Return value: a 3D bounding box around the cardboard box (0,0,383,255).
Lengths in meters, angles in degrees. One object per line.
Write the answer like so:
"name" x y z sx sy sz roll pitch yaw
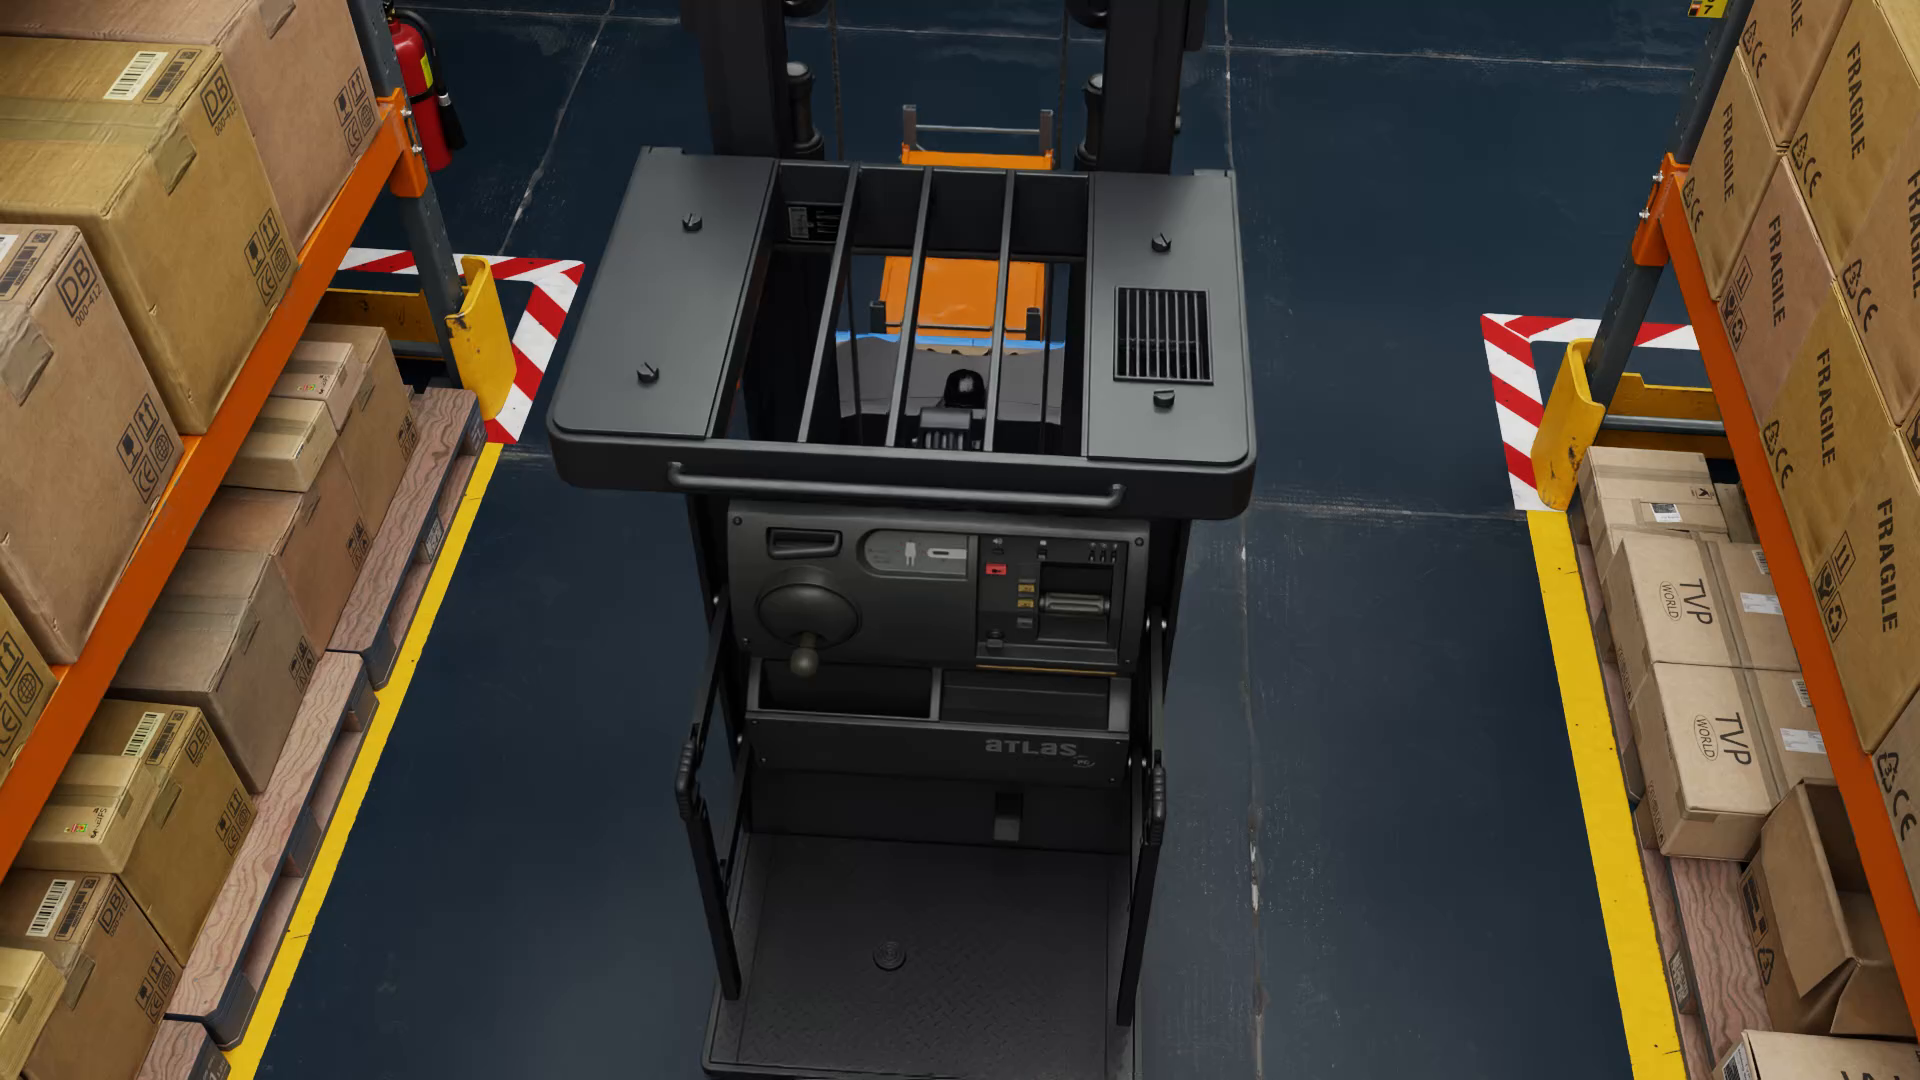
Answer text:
"cardboard box" -2.320 -1.318 4.720 0.980 0.700 0.700 6 48 5

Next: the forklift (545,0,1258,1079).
"forklift" -0.065 0.227 3.556 1.130 2.935 3.031 3 48 3

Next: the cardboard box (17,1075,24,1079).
"cardboard box" -2.477 1.506 3.749 0.700 0.500 0.500 4 48 4

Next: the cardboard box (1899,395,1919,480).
"cardboard box" 2.211 -0.200 3.155 0.500 0.500 0.500 3 48 3

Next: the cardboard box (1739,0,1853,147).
"cardboard box" 2.347 -1.325 4.184 0.500 0.500 0.500 5 48 5

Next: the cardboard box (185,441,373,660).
"cardboard box" -2.293 -0.002 5.128 0.700 0.500 0.500 4 48 3

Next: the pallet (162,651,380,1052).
"pallet" -2.392 0.835 4.843 1.003 0.211 1.213 4 48 4

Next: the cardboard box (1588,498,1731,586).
"cardboard box" 2.247 0.014 5.326 0.380 0.166 0.250 4 48 4

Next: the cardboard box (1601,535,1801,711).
"cardboard box" 2.273 0.265 5.040 0.500 0.250 0.500 4 48 4

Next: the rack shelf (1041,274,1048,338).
"rack shelf" 0.024 -0.513 5.789 0.538 0.278 1.000 3 48 3

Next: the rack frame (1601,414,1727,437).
"rack frame" 2.647 -1.262 4.872 0.949 2.616 0.053 4 48 4

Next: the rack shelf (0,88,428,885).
"rack shelf" -2.465 0.120 4.095 1.077 0.370 4.000 4 48 4

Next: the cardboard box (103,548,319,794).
"cardboard box" -2.338 0.368 4.790 0.700 0.500 0.500 2 48 2

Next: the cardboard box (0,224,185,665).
"cardboard box" -2.453 -0.223 3.718 0.980 0.700 0.700 2 48 2

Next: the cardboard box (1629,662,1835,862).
"cardboard box" 2.227 0.633 4.704 0.500 0.250 0.500 4 48 4

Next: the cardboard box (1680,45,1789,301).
"cardboard box" 2.347 -0.988 4.553 0.500 0.500 0.500 5 48 4

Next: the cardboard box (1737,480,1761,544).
"cardboard box" 2.846 -0.151 5.251 0.500 0.500 0.500 4 48 4

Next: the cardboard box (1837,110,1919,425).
"cardboard box" 2.257 -0.573 3.496 0.500 0.500 0.500 4 48 4

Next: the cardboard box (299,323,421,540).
"cardboard box" -2.247 -0.370 5.465 0.700 0.500 0.500 4 48 4

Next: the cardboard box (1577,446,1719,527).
"cardboard box" 2.270 -0.164 5.501 0.380 0.149 0.250 4 48 4

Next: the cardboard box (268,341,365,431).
"cardboard box" -2.078 -0.482 5.128 0.380 0.149 0.250 3 48 3

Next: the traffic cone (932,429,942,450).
"traffic cone" -0.068 0.140 4.154 0.062 1.202 0.307 4 48 4

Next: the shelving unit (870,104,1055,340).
"shelving unit" 0.024 -0.678 5.608 0.538 1.125 1.048 3 48 3

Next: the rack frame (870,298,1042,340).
"rack frame" -0.012 -0.304 5.266 0.500 1.125 0.032 3 48 3

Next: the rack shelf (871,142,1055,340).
"rack shelf" 0.024 -0.876 5.392 0.538 0.278 1.000 3 48 3

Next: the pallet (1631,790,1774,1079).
"pallet" 2.458 1.215 4.496 1.003 0.211 1.213 4 48 4

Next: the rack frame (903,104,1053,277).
"rack frame" 0.060 -1.053 5.950 0.500 1.125 0.032 3 48 3

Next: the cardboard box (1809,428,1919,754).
"cardboard box" 2.210 0.128 3.533 0.500 0.500 0.500 4 48 4

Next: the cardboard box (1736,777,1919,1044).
"cardboard box" 2.452 0.990 4.205 0.797 0.503 0.637 4 48 4

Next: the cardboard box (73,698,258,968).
"cardboard box" -2.379 0.760 4.431 0.700 0.500 0.500 5 48 4

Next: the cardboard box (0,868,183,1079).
"cardboard box" -2.428 1.137 4.087 0.700 0.500 0.500 3 48 3

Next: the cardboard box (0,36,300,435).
"cardboard box" -2.375 -0.783 4.230 0.980 0.700 0.700 4 48 3
